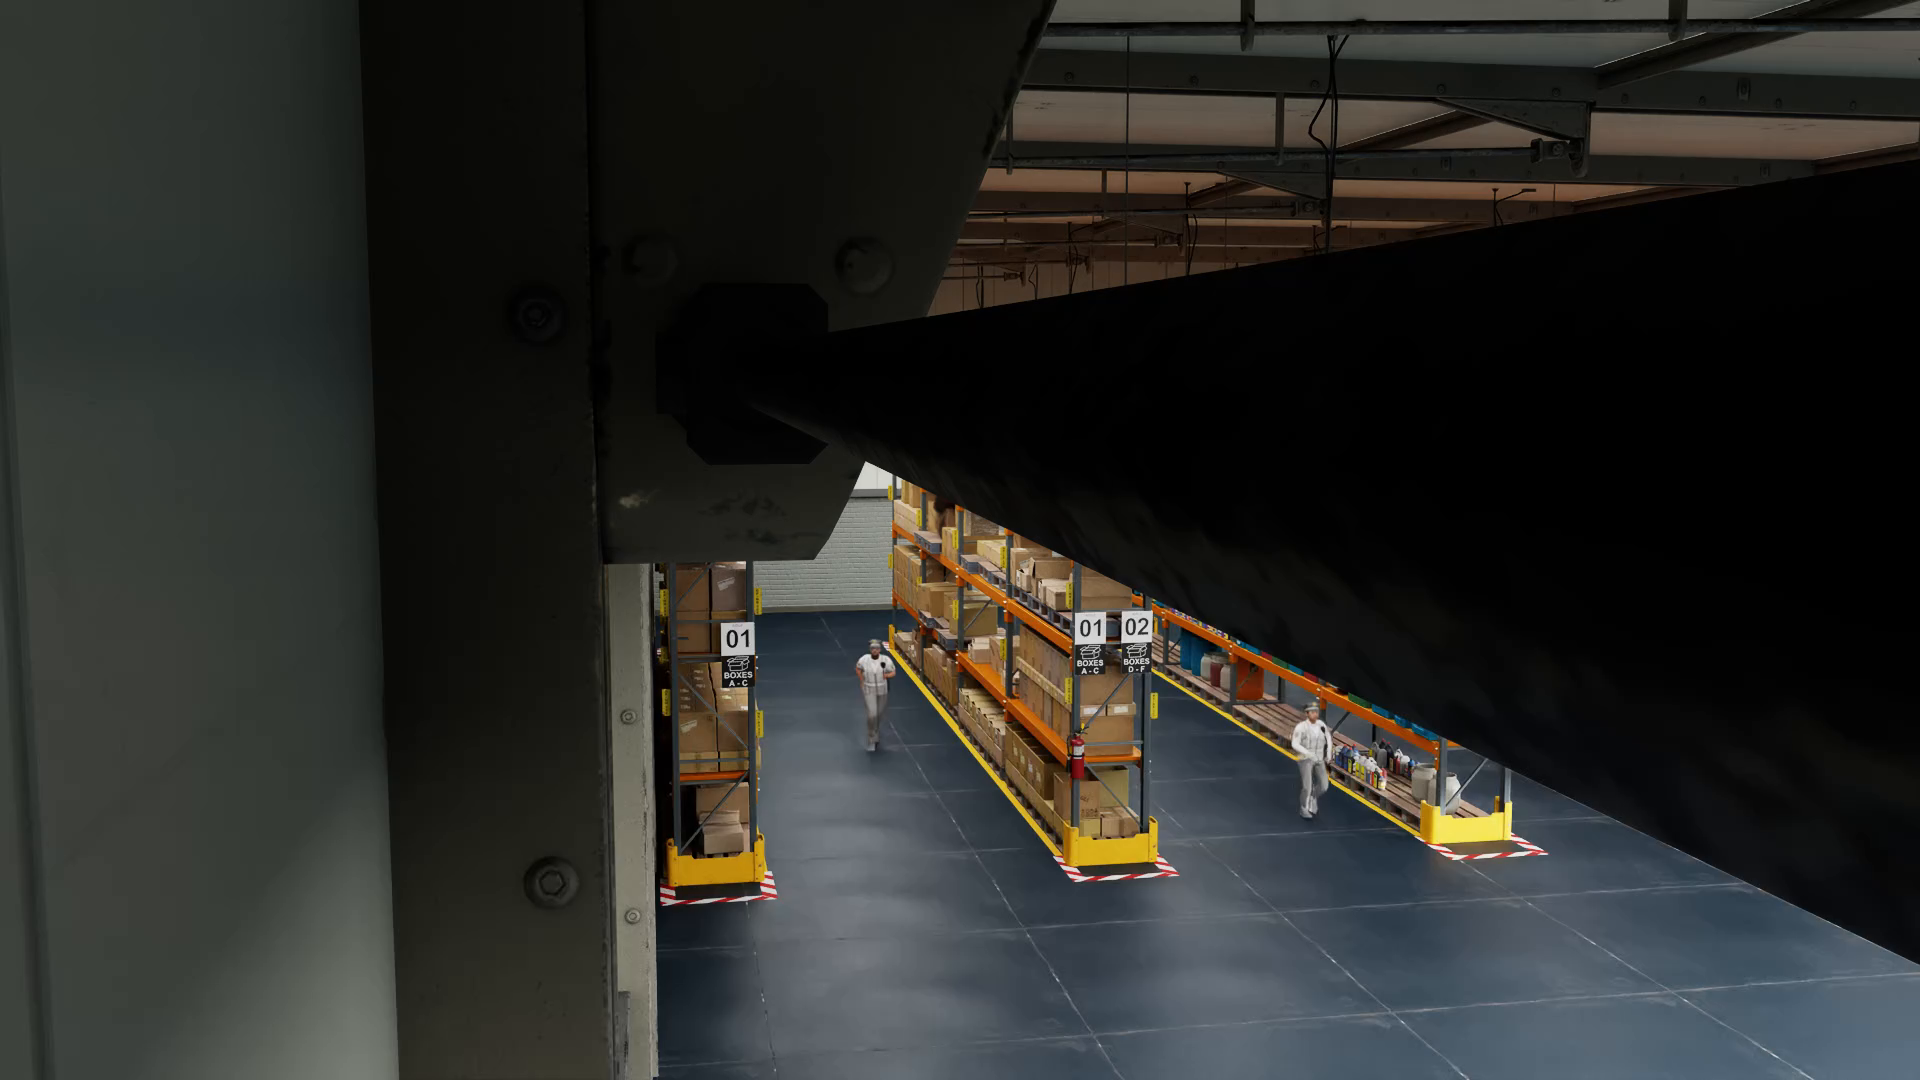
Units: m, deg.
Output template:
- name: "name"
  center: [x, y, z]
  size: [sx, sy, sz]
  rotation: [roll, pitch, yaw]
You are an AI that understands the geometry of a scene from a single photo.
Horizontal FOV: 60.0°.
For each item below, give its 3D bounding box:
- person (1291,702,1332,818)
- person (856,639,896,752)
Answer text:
- name: "person"
  center: [4.874, 3.028, 22.851]
  size: [0.658, 1.646, 0.553]
  rotation: [-2, 6, -15]
- name: "person"
  center: [-1.362, 2.528, 27.238]
  size: [0.626, 1.863, 0.800]
  rotation: [-1, 6, -12]
